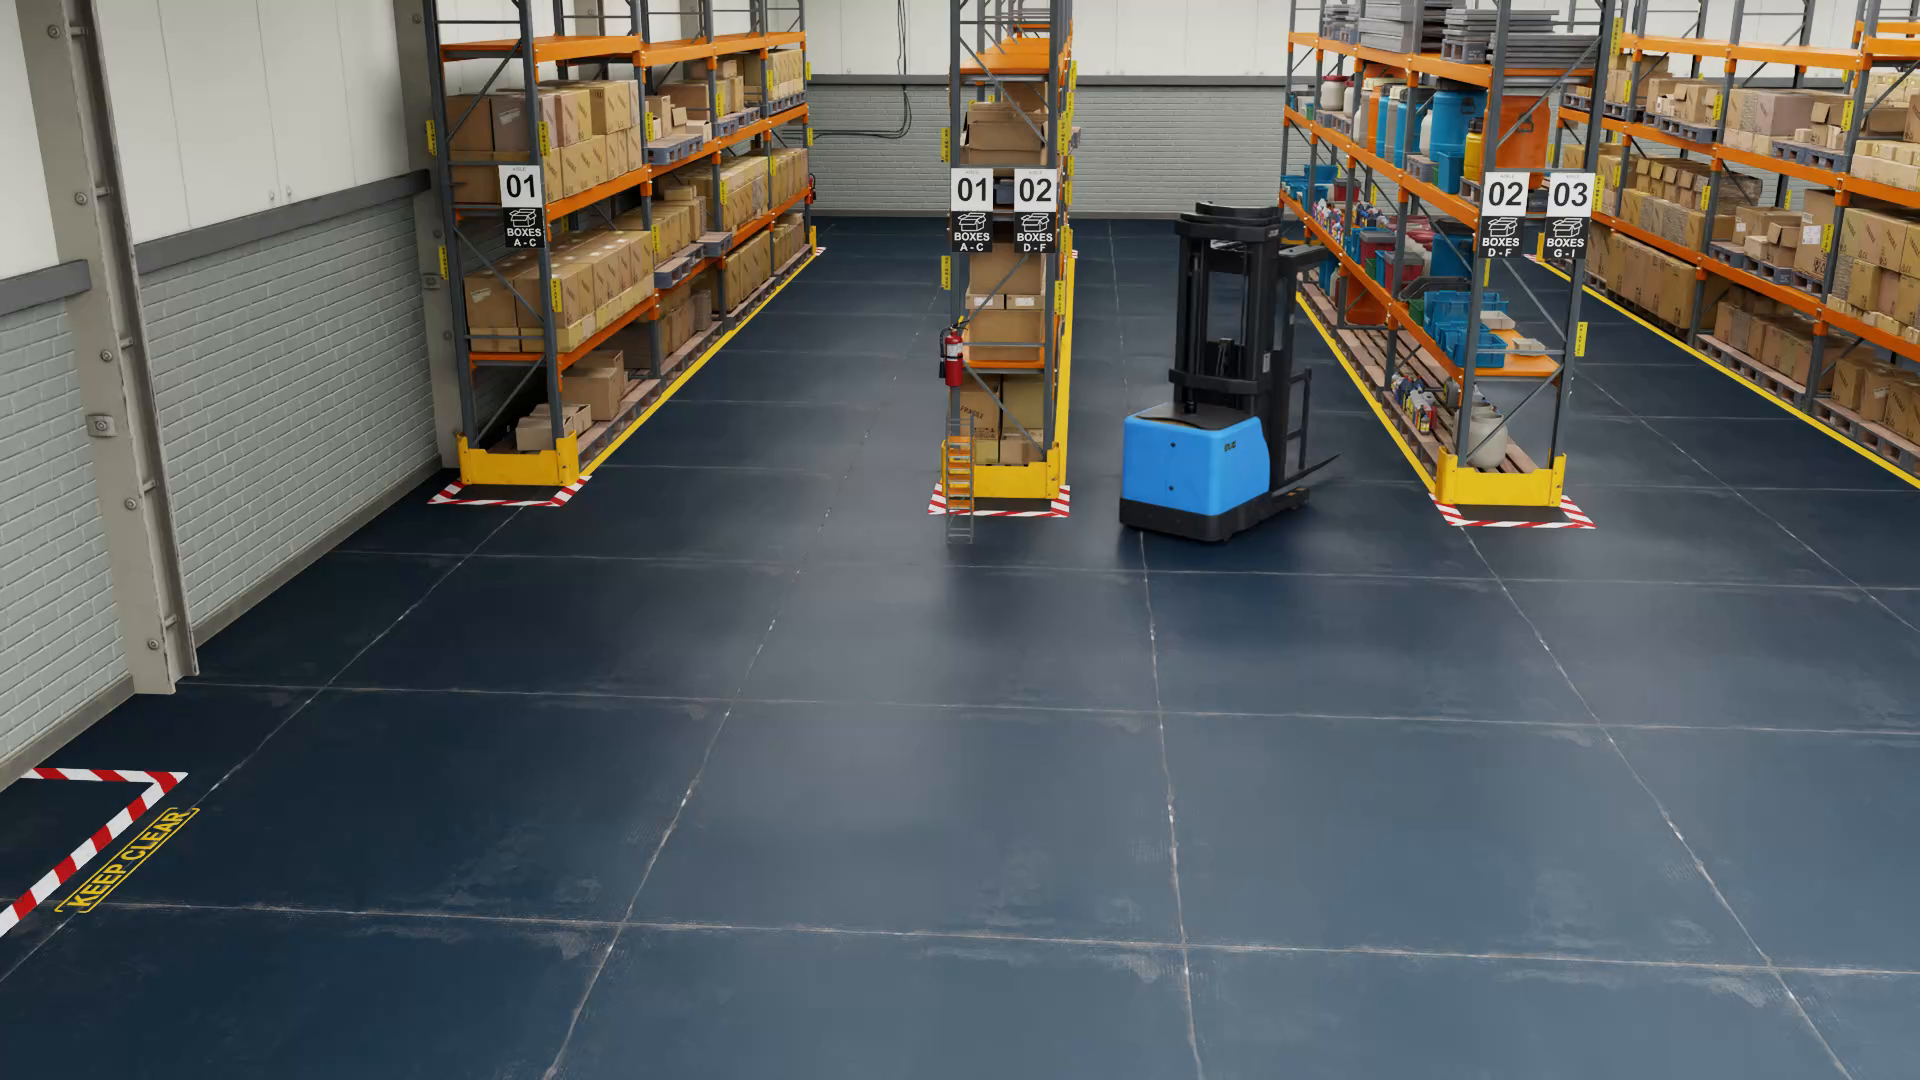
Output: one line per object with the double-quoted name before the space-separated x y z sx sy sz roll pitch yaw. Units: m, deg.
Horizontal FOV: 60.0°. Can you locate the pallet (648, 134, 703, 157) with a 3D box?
"pallet" -4.021 -5.105 21.496 1.213 0.211 1.003 1 18 4

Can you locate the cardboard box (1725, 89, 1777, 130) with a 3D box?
"cardboard box" 10.575 -5.738 22.163 0.500 0.500 0.500 1 18 4

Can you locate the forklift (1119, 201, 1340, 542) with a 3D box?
"forklift" 2.778 -1.772 15.949 1.130 2.935 3.031 13 22 35

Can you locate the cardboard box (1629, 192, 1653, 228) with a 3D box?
"cardboard box" 10.835 -5.164 26.032 0.500 0.500 0.500 1 18 4

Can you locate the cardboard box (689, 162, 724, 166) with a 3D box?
"cardboard box" -4.024 -5.841 26.383 0.500 0.250 0.500 1 18 2

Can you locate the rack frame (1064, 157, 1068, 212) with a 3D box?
"rack frame" 1.272 -5.632 27.621 1.000 3.000 0.127 1 18 4

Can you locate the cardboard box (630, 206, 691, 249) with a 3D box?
"cardboard box" -4.047 -4.222 22.451 0.700 0.500 0.500 1 18 4

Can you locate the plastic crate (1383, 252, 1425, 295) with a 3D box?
"plastic crate" 5.368 -3.223 20.167 0.402 0.464 0.583 1 18 4

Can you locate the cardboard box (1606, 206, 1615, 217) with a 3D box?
"cardboard box" 10.848 -5.392 27.293 0.380 0.149 0.250 1 18 4

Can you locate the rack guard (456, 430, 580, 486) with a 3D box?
"rack guard" -4.524 -0.850 17.042 1.175 0.500 0.348 1 18 4

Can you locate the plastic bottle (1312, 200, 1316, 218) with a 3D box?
"plastic bottle" 5.760 -5.361 26.980 0.061 0.283 0.133 1 18 4

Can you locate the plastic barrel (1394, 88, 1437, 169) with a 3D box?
"plastic barrel" 5.459 -4.862 19.649 0.600 0.901 0.708 1 18 4

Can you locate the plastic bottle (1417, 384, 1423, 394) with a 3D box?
"plastic bottle" 5.277 -1.659 19.171 0.097 0.271 0.097 0 18 0

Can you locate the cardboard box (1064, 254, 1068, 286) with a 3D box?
"cardboard box" 1.522 -4.494 27.455 0.500 0.500 0.500 1 18 4

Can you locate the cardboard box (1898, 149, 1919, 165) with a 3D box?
"cardboard box" 10.176 -4.049 17.572 0.380 0.149 0.250 1 18 3

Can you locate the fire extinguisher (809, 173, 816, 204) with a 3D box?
"fire extinguisher" -2.911 -6.806 31.928 0.296 0.674 0.183 1 18 4

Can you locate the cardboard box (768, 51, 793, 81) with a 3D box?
"cardboard box" -3.239 -8.391 29.424 0.500 0.500 0.500 0 18 1

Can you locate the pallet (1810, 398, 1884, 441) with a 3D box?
"pallet" 10.566 -1.391 19.155 1.003 0.211 1.213 1 18 4

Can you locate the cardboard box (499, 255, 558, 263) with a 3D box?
"cardboard box" -4.629 -2.777 17.912 0.500 0.500 0.500 1 18 2

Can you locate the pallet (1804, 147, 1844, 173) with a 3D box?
"pallet" 10.729 -4.451 19.500 1.213 0.211 1.003 1 18 4

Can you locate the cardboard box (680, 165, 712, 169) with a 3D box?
"cardboard box" -4.066 -5.679 25.889 0.500 0.250 0.500 1 18 3

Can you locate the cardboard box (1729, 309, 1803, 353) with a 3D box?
"cardboard box" 10.811 -2.808 22.309 0.700 0.500 0.500 0 18 -1

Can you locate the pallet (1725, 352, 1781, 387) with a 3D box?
"pallet" 10.718 -2.222 21.692 1.003 0.211 1.213 1 18 4

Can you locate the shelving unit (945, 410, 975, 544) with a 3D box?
"shelving unit" -0.001 -0.566 15.049 0.258 1.200 0.189 1 18 4

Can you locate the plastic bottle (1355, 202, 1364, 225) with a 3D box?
"plastic bottle" 6.316 -5.150 26.229 0.144 0.351 0.185 1 18 4

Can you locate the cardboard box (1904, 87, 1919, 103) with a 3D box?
"cardboard box" 15.954 -7.332 27.429 0.500 0.250 0.500 2 18 6

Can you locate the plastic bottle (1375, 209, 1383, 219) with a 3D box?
"plastic bottle" 6.394 -4.862 25.350 0.144 0.351 0.185 1 18 4

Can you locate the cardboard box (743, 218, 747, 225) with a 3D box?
"cardboard box" -3.576 -5.045 26.199 0.380 0.149 0.250 2 18 6

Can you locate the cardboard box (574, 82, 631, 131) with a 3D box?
"cardboard box" -4.037 -4.881 18.715 0.500 0.500 0.500 2 18 7

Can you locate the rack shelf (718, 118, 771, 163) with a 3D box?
"rack shelf" -3.813 -6.204 25.704 1.077 0.370 4.000 1 18 4

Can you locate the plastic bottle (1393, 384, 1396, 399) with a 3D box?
"plastic bottle" 5.164 -1.763 19.600 0.097 0.201 0.097 0 18 0

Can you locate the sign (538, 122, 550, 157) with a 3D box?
"sign" -3.988 -3.843 15.941 0.100 0.325 0.005 1 18 4

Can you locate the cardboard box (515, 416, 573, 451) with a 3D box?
"cardboard box" -4.390 -1.159 17.581 0.500 0.311 0.500 -1 18 -2

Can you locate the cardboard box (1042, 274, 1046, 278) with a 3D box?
"cardboard box" 0.727 -2.699 17.466 0.380 0.149 0.250 1 18 2

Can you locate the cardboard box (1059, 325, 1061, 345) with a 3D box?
"cardboard box" 1.053 -2.746 21.653 0.500 0.311 0.500 1 18 2

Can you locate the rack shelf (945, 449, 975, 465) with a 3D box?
"rack shelf" -0.001 -0.752 14.989 0.258 0.103 0.180 1 18 4

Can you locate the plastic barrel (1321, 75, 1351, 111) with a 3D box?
"plastic barrel" 5.924 -7.052 26.245 0.433 0.535 0.433 0 18 0

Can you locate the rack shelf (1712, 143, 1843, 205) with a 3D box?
"rack shelf" 10.722 -4.630 20.901 1.077 0.370 4.000 1 18 4

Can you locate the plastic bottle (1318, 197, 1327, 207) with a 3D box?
"plastic bottle" 5.861 -5.382 26.938 0.144 0.351 0.185 1 18 4

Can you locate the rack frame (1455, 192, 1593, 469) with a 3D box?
"rack frame" 5.352 -1.793 15.906 1.000 3.000 0.127 1 18 4

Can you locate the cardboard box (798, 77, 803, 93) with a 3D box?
"cardboard box" -3.170 -8.352 30.510 0.500 0.250 0.500 2 18 6

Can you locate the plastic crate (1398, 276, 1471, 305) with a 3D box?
"plastic crate" 5.474 -2.847 19.220 0.767 0.338 0.504 1 18 4

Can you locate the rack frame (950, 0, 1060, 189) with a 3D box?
"rack frame" 0.412 -4.756 15.313 1.000 3.000 0.127 1 18 4

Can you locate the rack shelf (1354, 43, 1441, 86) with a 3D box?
"rack shelf" 5.782 -5.976 20.833 1.077 0.370 4.000 1 18 4

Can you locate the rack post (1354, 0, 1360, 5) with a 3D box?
"rack post" 5.884 -7.618 23.219 0.624 0.289 0.986 1 18 4

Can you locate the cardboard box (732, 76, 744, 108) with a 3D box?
"cardboard box" -3.842 -7.153 26.577 0.700 0.500 0.500 0 18 1

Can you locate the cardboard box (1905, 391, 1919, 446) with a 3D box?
"cardboard box" 10.426 -1.269 17.644 0.500 0.500 0.500 3 18 9

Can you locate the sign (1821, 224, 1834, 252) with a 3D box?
"sign" 10.025 -3.487 19.214 0.100 0.325 0.005 1 18 4

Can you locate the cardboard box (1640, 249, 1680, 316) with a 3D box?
"cardboard box" 11.007 -3.848 24.914 1.225 0.875 0.875 1 18 4

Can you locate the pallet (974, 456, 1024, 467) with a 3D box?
"pallet" 0.425 -0.819 17.409 1.003 0.211 1.213 1 18 4

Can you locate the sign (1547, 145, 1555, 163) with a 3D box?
"sign" 10.886 -7.115 30.630 0.100 0.325 0.005 1 18 4

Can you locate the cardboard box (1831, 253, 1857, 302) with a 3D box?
"cardboard box" 10.485 -2.976 18.876 0.875 0.500 0.500 1 18 4
